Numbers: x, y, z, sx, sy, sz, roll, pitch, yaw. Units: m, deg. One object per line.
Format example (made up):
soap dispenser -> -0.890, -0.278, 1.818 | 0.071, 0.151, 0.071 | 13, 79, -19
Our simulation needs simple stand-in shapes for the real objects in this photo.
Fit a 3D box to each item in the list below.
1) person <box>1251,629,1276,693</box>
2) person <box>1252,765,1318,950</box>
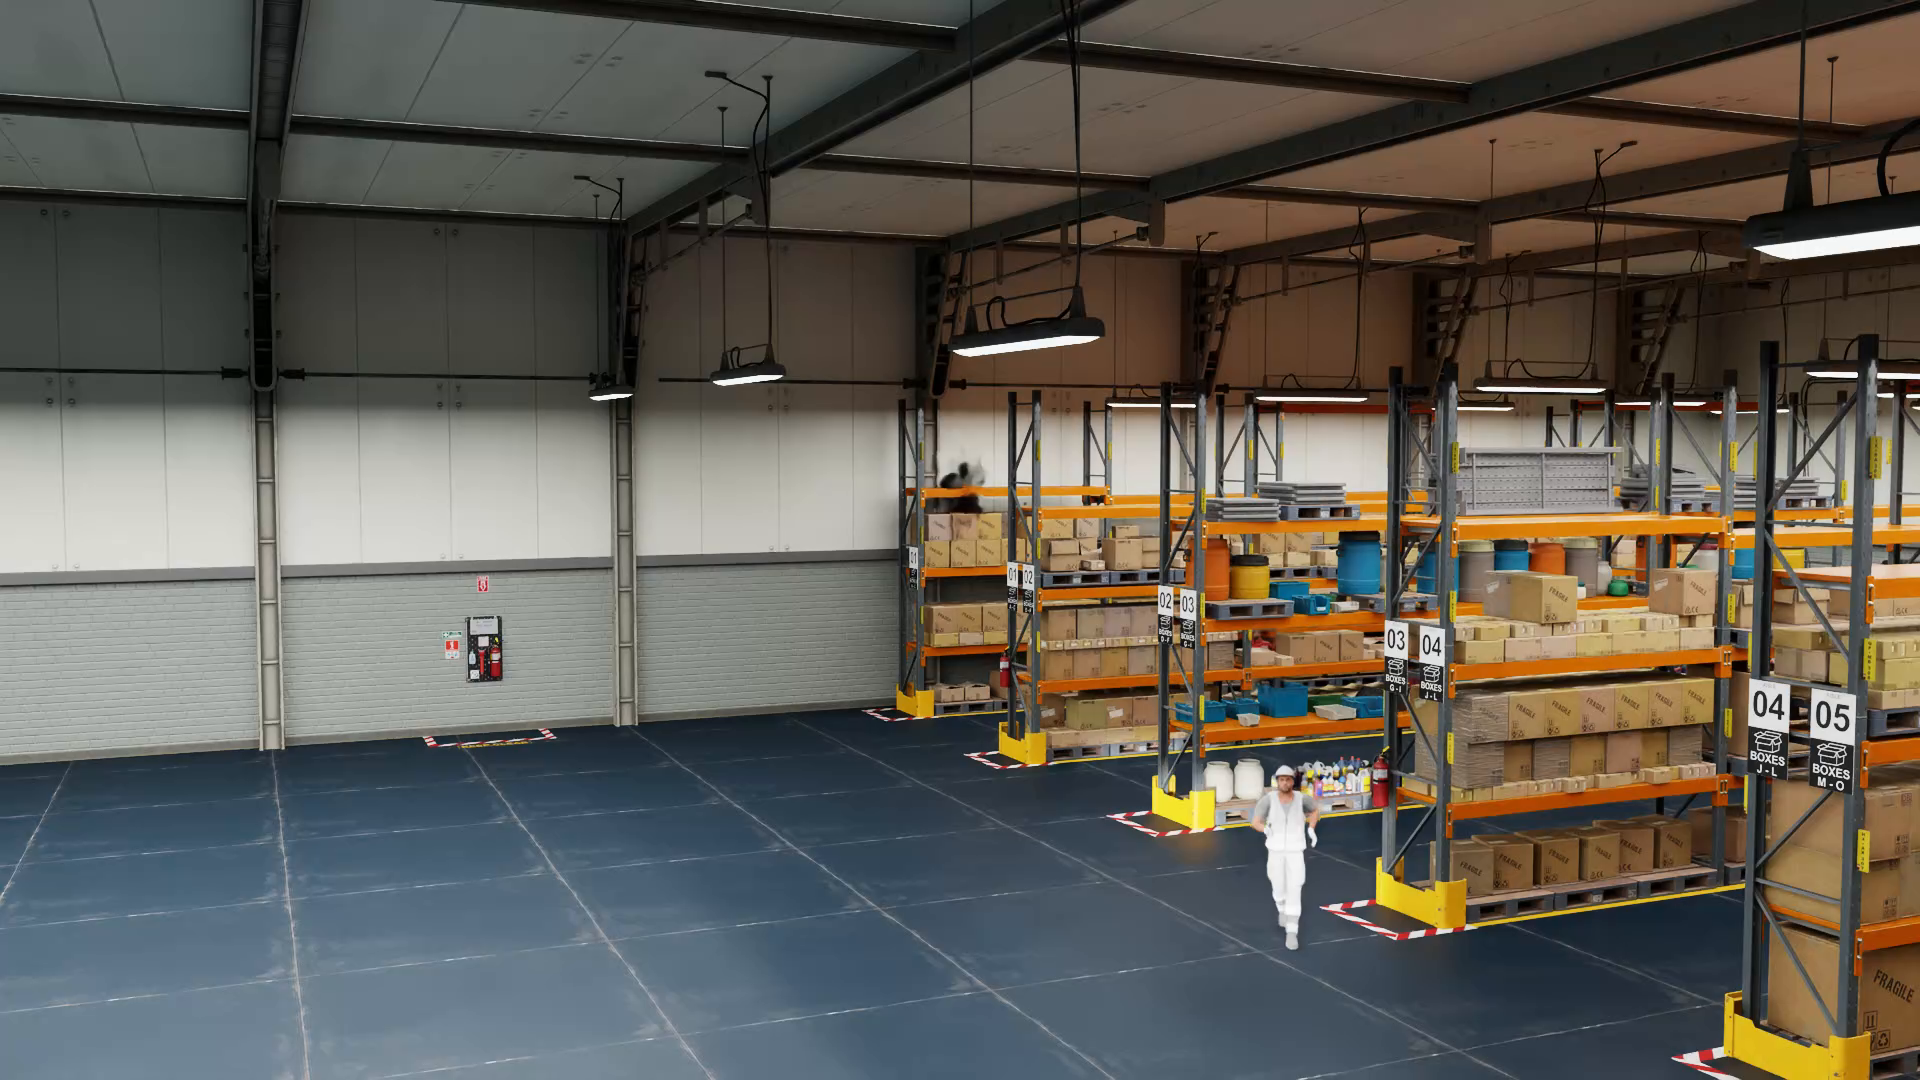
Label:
person -> 5.590, 2.485, 31.249 | 0.933, 1.719, 0.662 | -2, 4, -31
person -> 3.363, 3.221, 17.235 | 0.669, 1.780, 0.989 | 1, 3, 13
